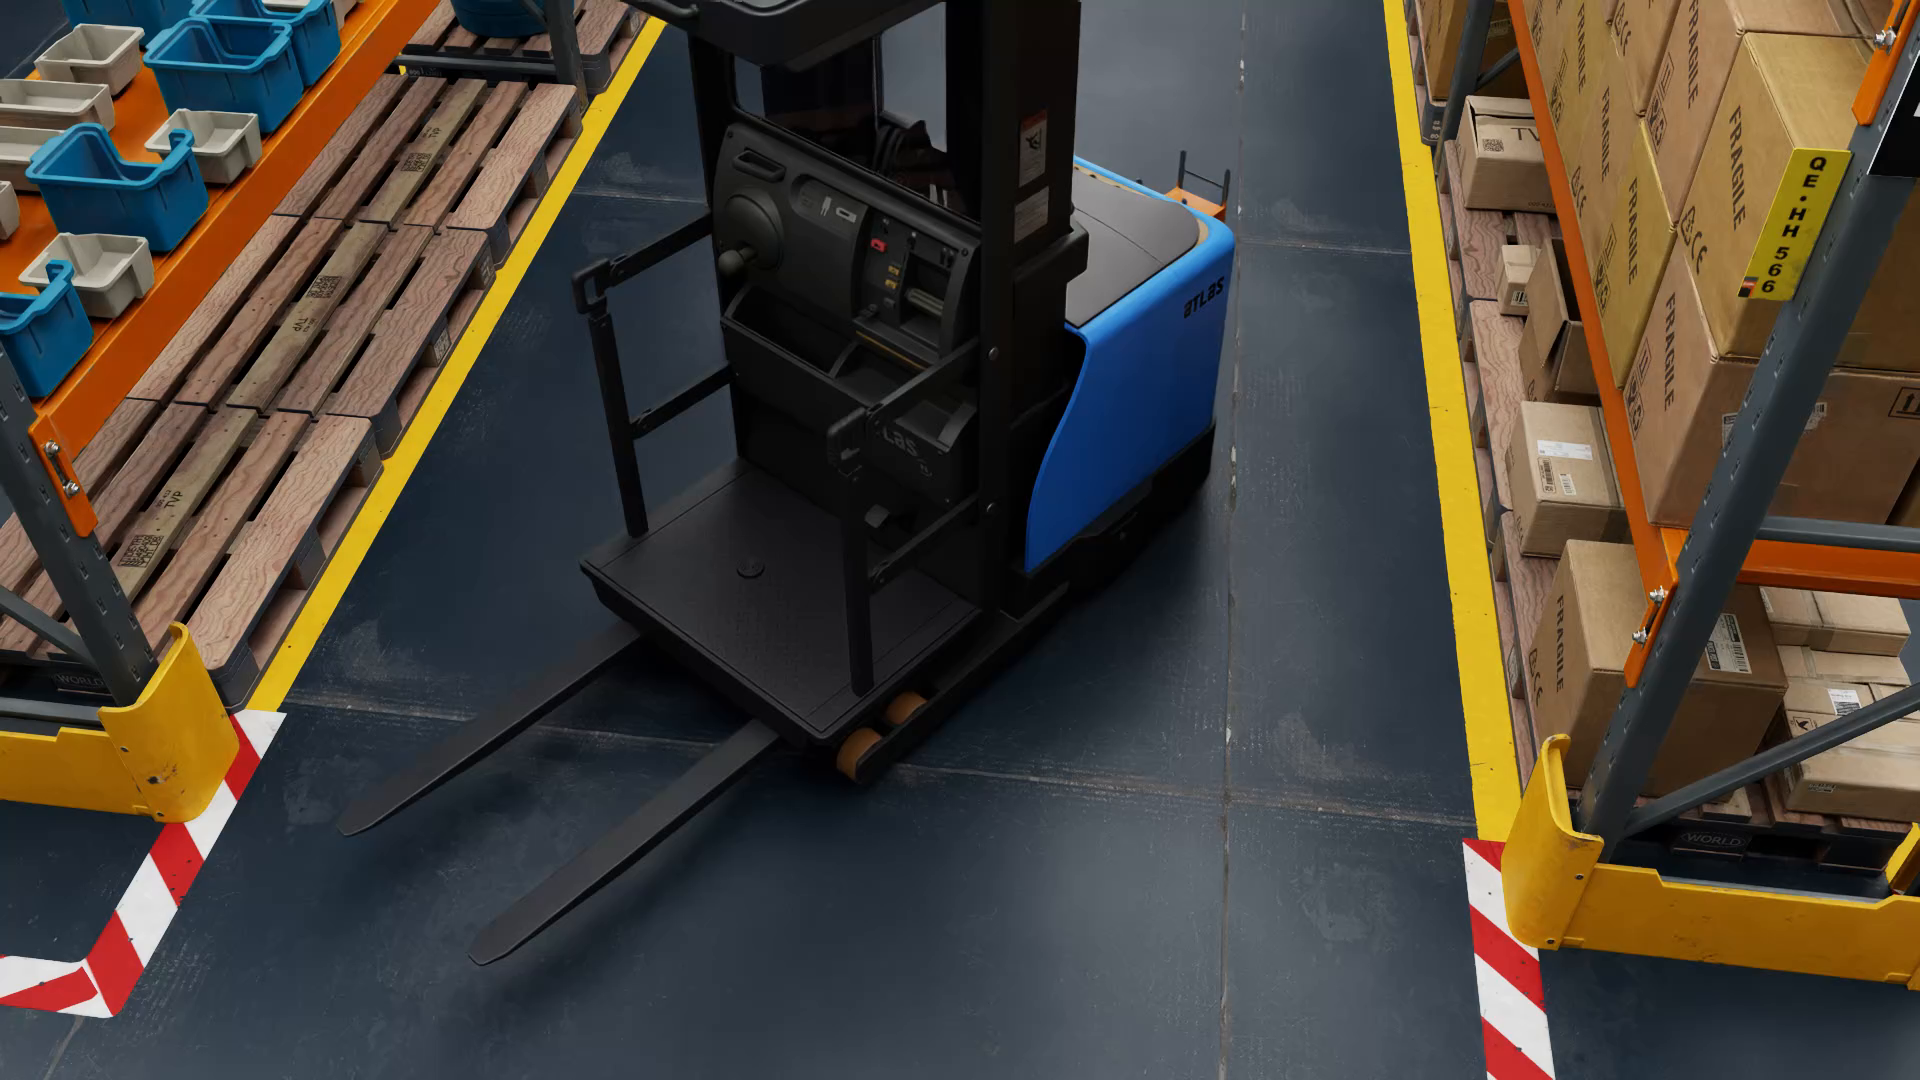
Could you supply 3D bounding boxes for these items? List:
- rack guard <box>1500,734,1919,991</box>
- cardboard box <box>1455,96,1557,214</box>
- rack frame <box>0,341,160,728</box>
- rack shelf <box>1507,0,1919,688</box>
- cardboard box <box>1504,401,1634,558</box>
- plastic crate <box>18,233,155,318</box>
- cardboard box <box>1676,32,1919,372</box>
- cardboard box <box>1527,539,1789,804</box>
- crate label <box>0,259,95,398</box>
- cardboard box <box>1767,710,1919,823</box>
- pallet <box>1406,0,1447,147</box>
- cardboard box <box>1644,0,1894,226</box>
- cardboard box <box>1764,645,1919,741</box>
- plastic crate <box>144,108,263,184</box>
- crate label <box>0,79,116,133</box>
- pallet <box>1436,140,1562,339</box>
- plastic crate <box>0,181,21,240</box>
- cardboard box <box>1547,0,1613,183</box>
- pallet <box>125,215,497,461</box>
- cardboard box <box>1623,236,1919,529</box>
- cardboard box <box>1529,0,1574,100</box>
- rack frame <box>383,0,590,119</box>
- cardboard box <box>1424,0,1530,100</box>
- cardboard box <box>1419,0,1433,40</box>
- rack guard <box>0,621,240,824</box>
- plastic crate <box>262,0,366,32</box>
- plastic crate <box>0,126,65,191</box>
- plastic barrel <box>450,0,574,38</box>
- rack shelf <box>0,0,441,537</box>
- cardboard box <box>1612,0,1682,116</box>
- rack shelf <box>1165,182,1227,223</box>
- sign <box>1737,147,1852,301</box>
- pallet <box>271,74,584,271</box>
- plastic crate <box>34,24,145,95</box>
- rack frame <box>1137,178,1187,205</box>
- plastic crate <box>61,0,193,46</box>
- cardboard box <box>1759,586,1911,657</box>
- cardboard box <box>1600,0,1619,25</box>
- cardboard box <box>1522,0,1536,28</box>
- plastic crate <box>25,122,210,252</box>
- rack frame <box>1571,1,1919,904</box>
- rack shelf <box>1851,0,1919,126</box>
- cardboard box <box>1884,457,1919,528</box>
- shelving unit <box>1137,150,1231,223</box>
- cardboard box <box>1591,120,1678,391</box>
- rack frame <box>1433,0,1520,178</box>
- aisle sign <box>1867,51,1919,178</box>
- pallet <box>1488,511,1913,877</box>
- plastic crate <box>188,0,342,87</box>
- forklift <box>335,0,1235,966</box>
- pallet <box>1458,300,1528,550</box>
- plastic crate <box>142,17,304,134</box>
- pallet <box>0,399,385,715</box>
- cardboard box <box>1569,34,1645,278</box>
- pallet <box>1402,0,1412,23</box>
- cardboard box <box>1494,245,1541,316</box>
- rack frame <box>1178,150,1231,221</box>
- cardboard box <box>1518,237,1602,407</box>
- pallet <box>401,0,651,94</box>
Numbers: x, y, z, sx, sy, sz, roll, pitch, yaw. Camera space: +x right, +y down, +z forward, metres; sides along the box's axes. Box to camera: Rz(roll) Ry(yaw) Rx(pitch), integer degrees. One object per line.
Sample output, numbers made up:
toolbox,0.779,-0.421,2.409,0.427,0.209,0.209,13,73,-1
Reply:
rack guard,2.117,0.868,4.469,1.175,0.500,0.348,5,44,6
cardboard box,2.366,-1.631,6.926,0.500,0.311,0.500,5,44,6
rack frame,-2.802,-0.440,4.033,1.000,3.000,0.127,5,44,6
rack shelf,2.372,-1.089,5.242,1.077,0.370,4.000,5,44,6
cardboard box,2.090,-0.187,5.445,0.500,0.250,0.500,5,44,6
plastic crate,-2.319,-0.716,4.472,0.250,0.136,0.298,5,44,6
cardboard box,1.893,-0.715,3.524,0.500,0.500,0.500,5,44,5
cardboard box,1.935,0.367,4.678,0.500,0.500,0.500,5,44,6
crate label,-2.443,-0.540,4.216,0.416,0.233,0.303,5,44,6
cardboard box,2.503,0.634,4.653,0.380,0.149,0.250,5,44,6
pallet,2.706,-2.259,7.982,1.003,0.211,1.213,5,44,6
cardboard box,1.959,-1.060,3.887,0.500,0.500,0.500,6,44,7
cardboard box,2.536,0.457,4.826,0.380,0.166,0.250,5,44,6
plastic crate,-2.229,-1.178,4.961,0.250,0.136,0.298,5,44,6
crate label,-2.809,-1.327,5.118,0.396,0.136,0.243,5,44,6
pallet,2.544,-1.233,6.899,1.003,0.211,1.213,5,44,6
plastic crate,-2.874,-0.939,4.708,0.396,0.136,0.243,5,44,6
cardboard box,2.100,-1.391,4.964,0.500,0.500,0.500,5,44,5
pallet,-2.491,-0.815,6.458,1.003,0.211,1.213,5,44,6
cardboard box,1.897,-0.354,3.869,0.500,0.500,0.500,6,44,7
cardboard box,2.166,-1.737,5.330,0.500,0.500,0.500,5,44,5
rack frame,-2.273,-3.166,6.912,1.000,3.000,0.127,5,44,6
cardboard box,2.417,-2.328,7.525,0.500,0.500,0.500,5,44,5
cardboard box,2.491,-2.664,7.880,0.500,0.500,0.500,5,44,6
rack guard,-2.793,0.485,4.874,1.175,0.500,0.348,5,44,6
plastic crate,-2.206,-1.878,5.700,0.293,0.136,0.466,5,44,6
plastic crate,-2.821,-1.135,4.915,0.396,0.136,0.243,5,44,6
plastic barrel,-2.185,-2.926,7.879,0.600,0.901,0.708,5,44,6
rack shelf,-2.538,-1.542,5.720,1.077,0.370,4.000,5,44,6
cardboard box,2.023,-1.413,4.261,0.500,0.500,0.500,6,44,7
rack shelf,0.741,-1.026,5.673,0.215,0.259,0.240,32,52,29
sign,1.560,-0.587,3.116,0.100,0.325,0.005,5,44,6
pallet,-2.332,-1.649,7.338,1.003,0.211,1.213,5,44,6
plastic crate,-2.788,-1.530,5.333,0.298,0.136,0.250,5,44,6
rack frame,0.660,-0.765,5.794,0.200,1.050,0.008,32,52,29
plastic crate,-2.785,-1.824,5.573,0.416,0.233,0.300,5,44,6
cardboard box,2.526,0.166,5.073,0.500,0.250,0.500,5,44,6
cardboard box,2.091,-1.763,4.631,0.500,0.500,0.500,6,44,7
cardboard box,2.234,-2.078,5.690,0.500,0.500,0.500,6,44,6
plastic crate,-2.356,-0.988,4.690,0.416,0.233,0.300,5,44,6
rack frame,2.107,0.012,3.555,1.000,3.000,0.127,5,44,6
rack shelf,2.372,-2.179,4.211,1.077,0.370,4.000,5,44,6
cardboard box,2.427,-0.302,3.815,0.500,0.500,0.500,6,44,6
shelving unit,0.741,-0.828,5.860,0.215,1.050,0.252,32,52,29
cardboard box,1.962,-0.708,4.243,0.500,0.500,0.500,6,44,6
rack frame,2.636,-2.714,6.434,1.000,3.000,0.127,5,44,6
aisle sign,1.794,-0.913,2.642,0.394,0.787,0.004,5,44,6
pallet,2.222,0.430,5.143,1.003,0.211,1.213,5,44,6
plastic crate,-2.230,-1.642,5.380,0.416,0.233,0.300,5,44,6
forklift,-0.471,-0.736,4.396,1.130,2.935,3.031,32,52,29
pallet,2.385,-0.399,6.018,1.003,0.211,1.213,5,44,6
plastic crate,-2.269,-1.437,5.164,0.416,0.233,0.300,5,44,6
pallet,-2.655,0.014,5.582,1.003,0.211,1.213,5,44,6
cardboard box,2.033,-1.047,4.602,0.500,0.500,0.500,6,44,6
pallet,2.865,-3.093,8.863,1.003,0.211,1.213,5,44,6
cardboard box,2.262,-0.988,6.352,0.380,0.166,0.250,5,44,6
rack frame,0.823,-0.890,5.926,0.200,1.050,0.008,32,52,29
cardboard box,2.393,-0.686,5.789,0.797,0.503,0.637,5,44,6
pallet,-2.130,-2.676,8.423,1.003,0.211,1.213,5,44,6
